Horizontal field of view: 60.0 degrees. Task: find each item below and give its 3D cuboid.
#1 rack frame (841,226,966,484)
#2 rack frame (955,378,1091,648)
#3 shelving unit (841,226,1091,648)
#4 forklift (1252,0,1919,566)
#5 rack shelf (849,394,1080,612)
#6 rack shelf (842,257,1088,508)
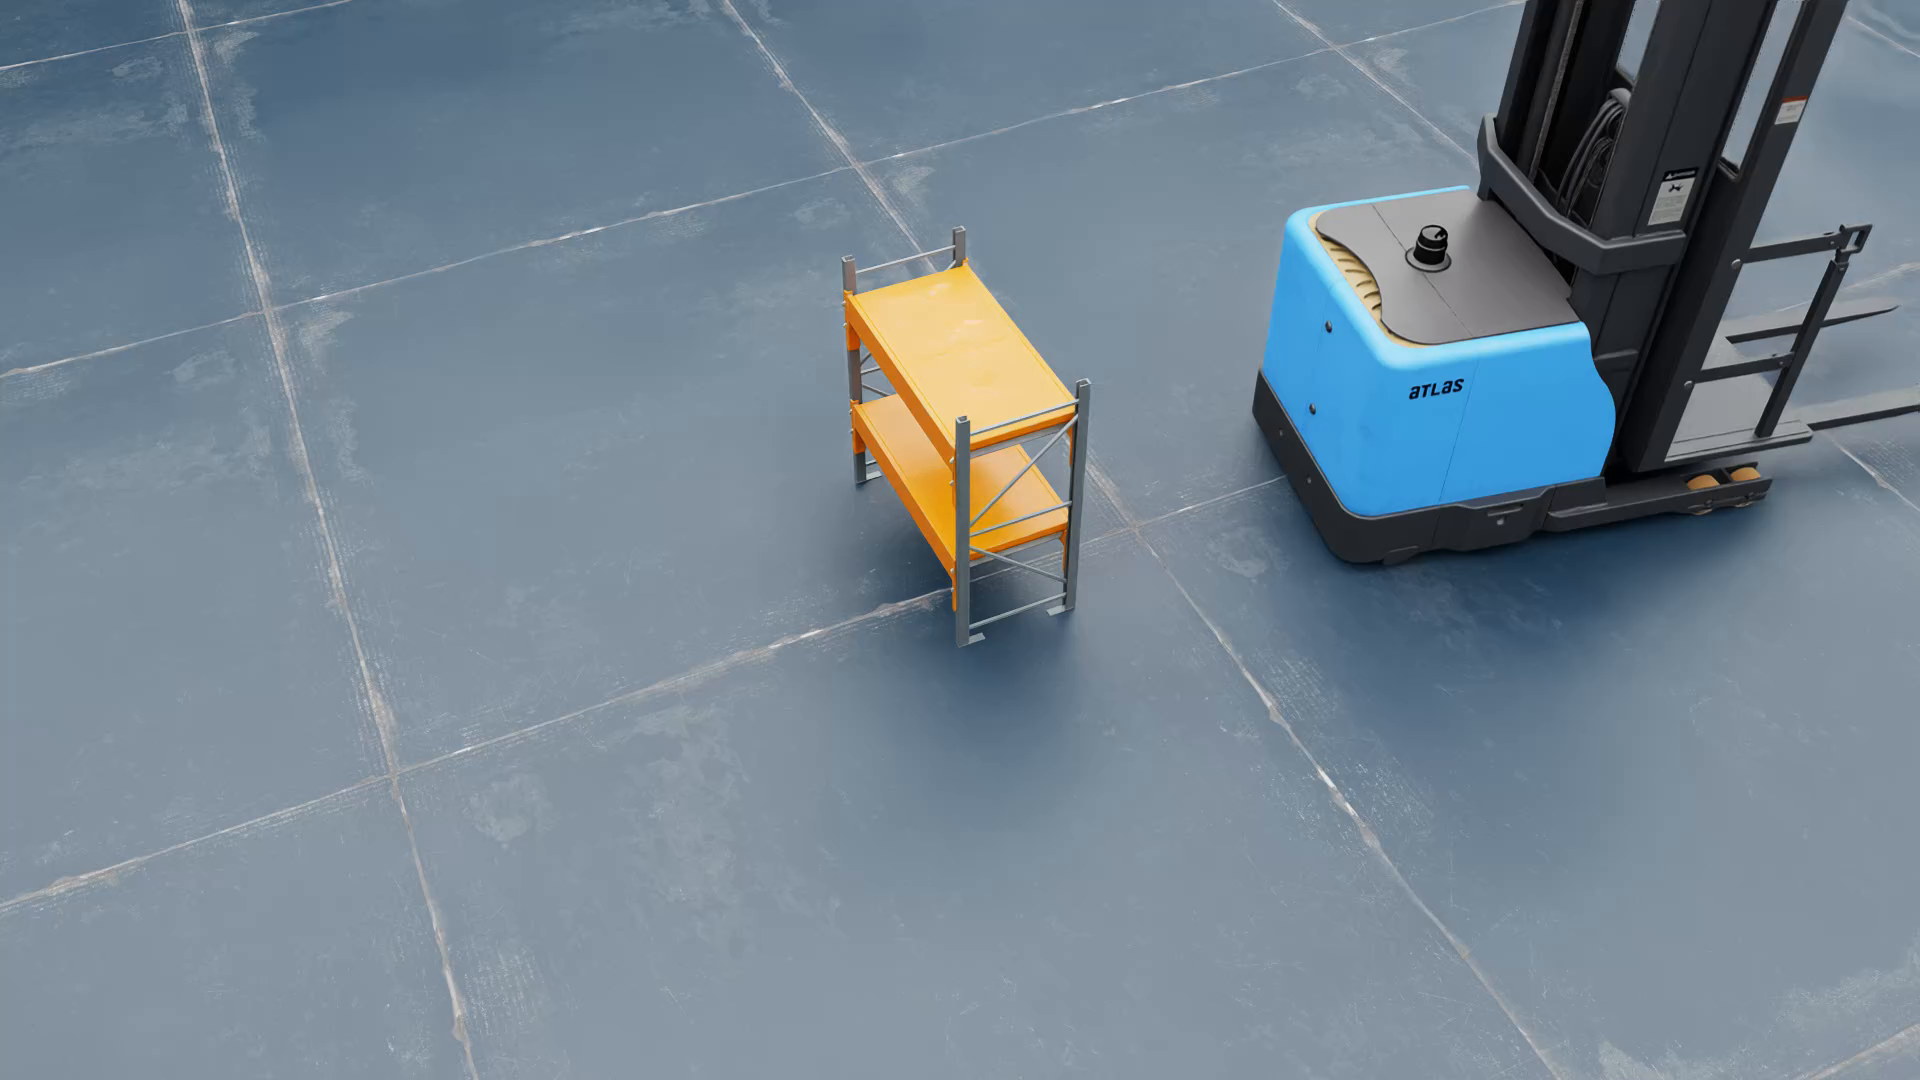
[{"bbox_3d":[-0.211,-0.720,6.679,0.500,1.125,0.032,-18,47,-17],"label":"rack frame"},{"bbox_3d":[0.217,-0.072,6.022,0.500,1.125,0.032,-18,47,-17],"label":"rack frame"},{"bbox_3d":[0.003,-0.396,6.351,0.538,1.125,1.048,-18,47,-17],"label":"shelving unit"},{"bbox_3d":[2.841,-1.499,6.183,3.031,2.935,1.130,-10,45,-10],"label":"forklift"},{"bbox_3d":[0.003,-0.222,6.522,0.538,0.278,1.000,-18,47,-17],"label":"rack shelf"},{"bbox_3d":[0.003,-0.604,6.145,0.538,0.278,1.000,-18,47,-17],"label":"rack shelf"}]
